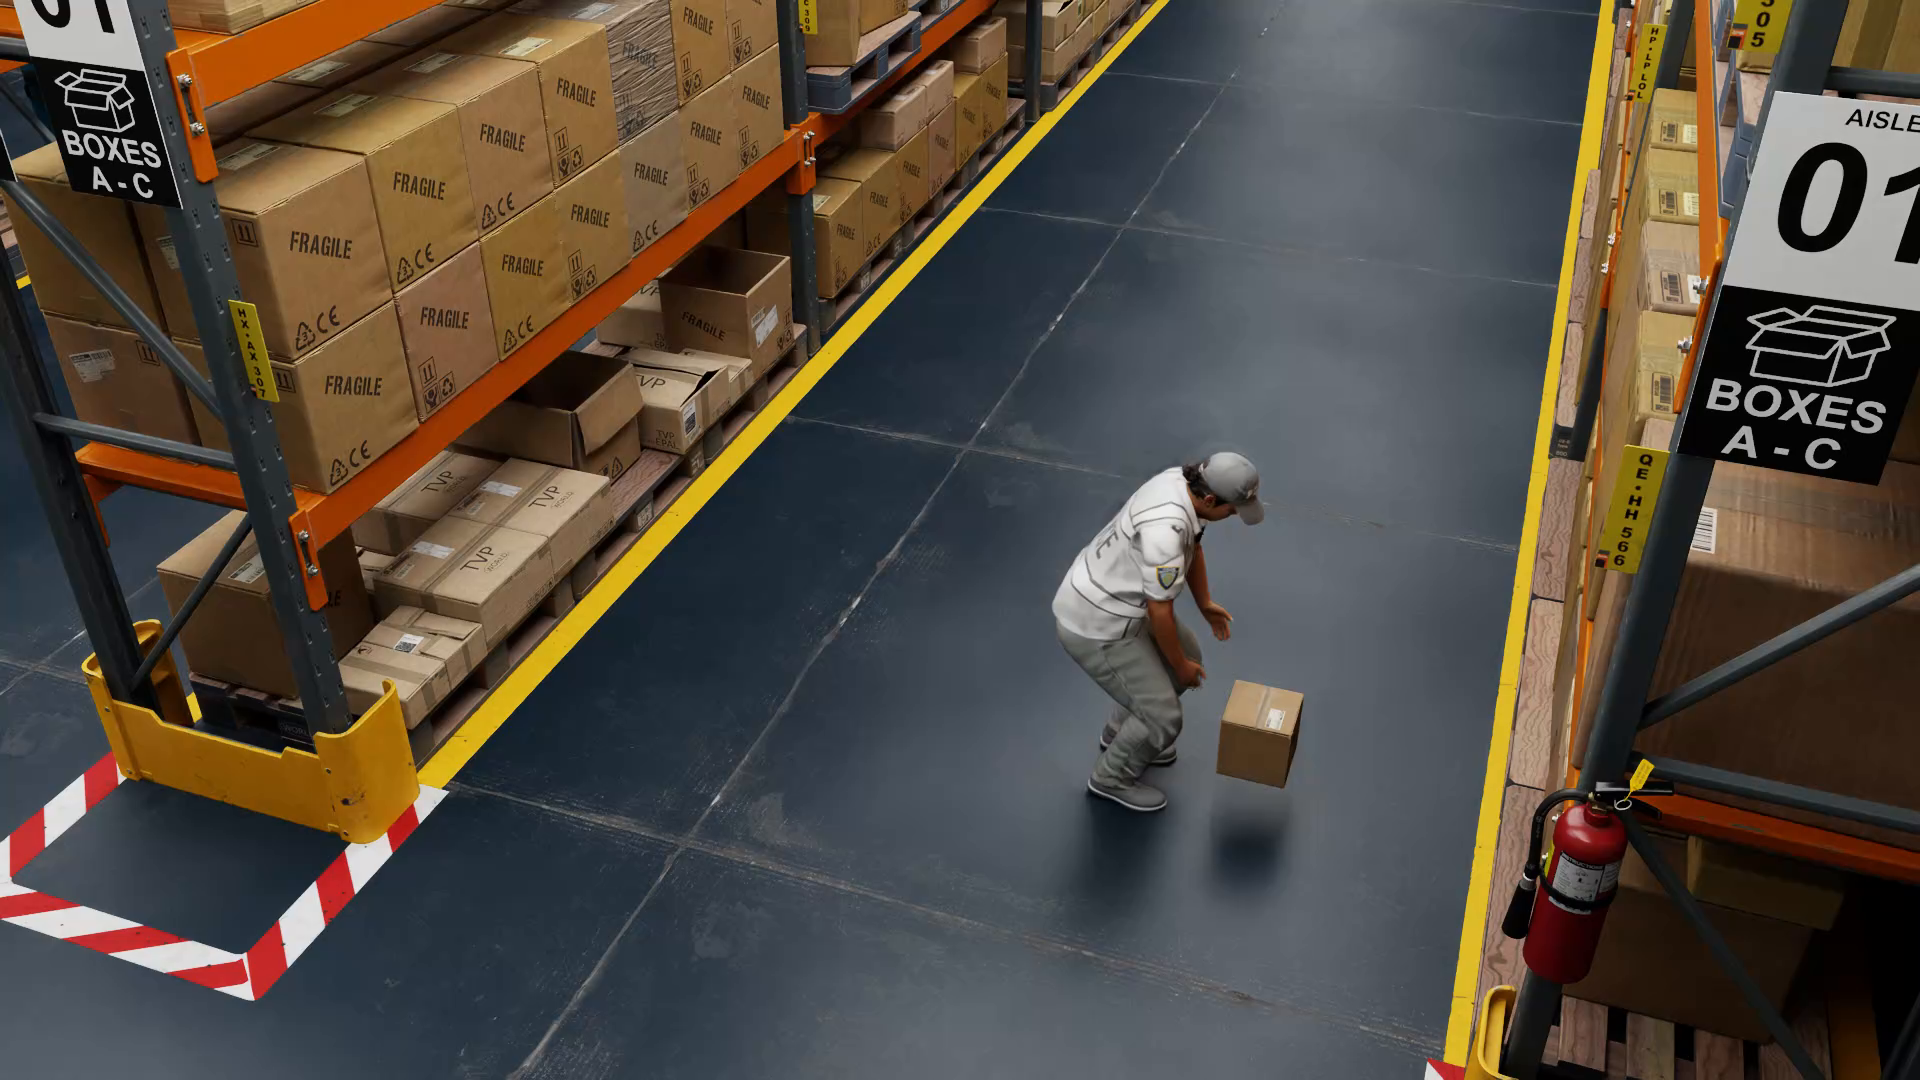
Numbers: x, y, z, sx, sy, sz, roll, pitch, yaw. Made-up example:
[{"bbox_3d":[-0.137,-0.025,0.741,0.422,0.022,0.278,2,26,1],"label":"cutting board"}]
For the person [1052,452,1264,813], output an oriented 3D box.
[{"bbox_3d":[0.690,0.280,5.937,0.691,1.432,0.532,11,35,17],"label":"person"}]
